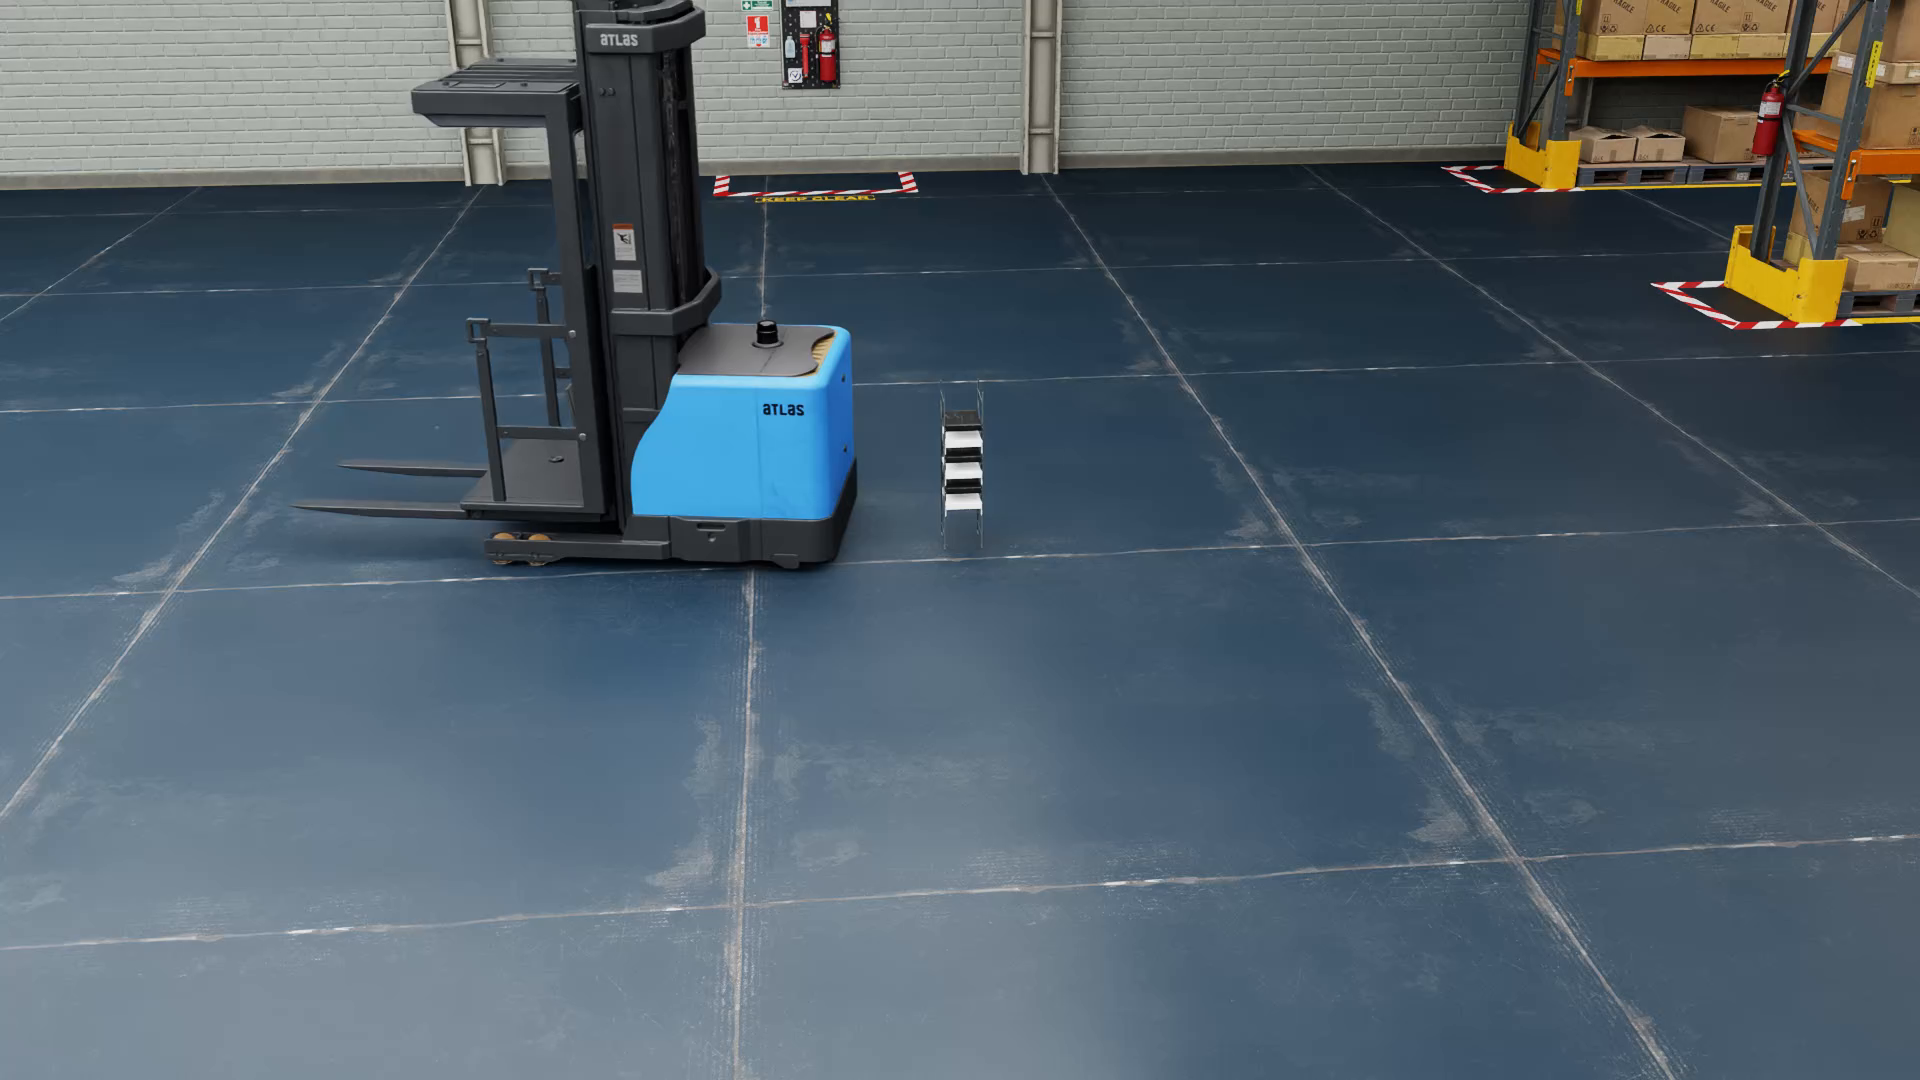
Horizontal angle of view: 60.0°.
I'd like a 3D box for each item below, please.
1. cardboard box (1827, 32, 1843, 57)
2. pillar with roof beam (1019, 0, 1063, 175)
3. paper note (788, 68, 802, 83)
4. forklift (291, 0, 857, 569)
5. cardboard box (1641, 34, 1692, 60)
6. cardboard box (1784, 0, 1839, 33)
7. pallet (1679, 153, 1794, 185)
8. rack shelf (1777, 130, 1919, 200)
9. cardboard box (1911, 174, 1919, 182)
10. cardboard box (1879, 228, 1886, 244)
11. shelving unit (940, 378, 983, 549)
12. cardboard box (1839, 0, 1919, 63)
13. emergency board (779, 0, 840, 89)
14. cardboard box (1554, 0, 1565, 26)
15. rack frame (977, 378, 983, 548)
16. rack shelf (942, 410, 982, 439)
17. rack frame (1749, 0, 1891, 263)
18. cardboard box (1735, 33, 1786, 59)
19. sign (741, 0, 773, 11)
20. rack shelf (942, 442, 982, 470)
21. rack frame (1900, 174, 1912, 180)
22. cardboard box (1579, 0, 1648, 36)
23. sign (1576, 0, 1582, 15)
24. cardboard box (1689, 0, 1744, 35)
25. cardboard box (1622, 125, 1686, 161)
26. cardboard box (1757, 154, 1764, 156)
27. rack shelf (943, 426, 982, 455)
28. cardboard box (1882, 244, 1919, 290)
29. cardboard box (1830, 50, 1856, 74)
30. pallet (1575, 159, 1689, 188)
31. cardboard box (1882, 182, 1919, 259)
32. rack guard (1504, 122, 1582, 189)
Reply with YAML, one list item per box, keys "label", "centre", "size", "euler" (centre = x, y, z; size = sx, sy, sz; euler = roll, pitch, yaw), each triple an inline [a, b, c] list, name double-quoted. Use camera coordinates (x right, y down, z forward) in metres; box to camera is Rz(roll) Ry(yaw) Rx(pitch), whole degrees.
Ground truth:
- label: "cardboard box"
  centre: [9.277, -5.264, 17.561]
  size: [0.500, 0.250, 0.500]
  euler: [-2, 24, -5]
- label: "pillar with roof beam"
  centre: [1.298, -6.461, 12.708]
  size: [0.400, 9.000, 9.100]
  euler: [-2, 24, -5]
- label: "paper note"
  centre: [-1.771, -4.995, 17.880]
  size: [0.142, 0.148, 0.016]
  euler: [-2, 24, -5]
- label: "forklift"
  centre: [-2.140, -1.412, 8.817]
  size: [3.031, 2.935, 1.130]
  euler: [2, 24, 4]
- label: "cardboard box"
  centre: [7.266, -5.180, 17.372]
  size: [0.500, 0.250, 0.500]
  euler: [-3, 24, -7]
- label: "cardboard box"
  centre: [8.776, -5.583, 17.355]
  size: [0.500, 0.500, 0.500]
  euler: [-3, 24, -7]
- label: "pallet"
  centre: [8.333, -4.116, 18.251]
  size: [1.213, 0.211, 1.003]
  euler: [-2, 24, -5]
- label: "rack shelf"
  centre: [8.715, -3.071, 13.352]
  size: [4.000, 0.370, 1.077]
  euler: [-2, 24, -5]
- label: "cardboard box"
  centre: [8.223, -2.786, 13.769]
  size: [0.500, 0.500, 0.500]
  euler: [-2, 24, -5]
- label: "cardboard box"
  centre: [7.726, -2.421, 13.872]
  size: [0.500, 0.250, 0.500]
  euler: [-2, 24, -5]
- label: "shelving unit"
  centre: [0.008, -0.412, 9.068]
  size: [0.210, 0.900, 0.258]
  euler: [-2, 24, -5]
- label: "cardboard box"
  centre: [7.243, -3.974, 12.777]
  size: [0.500, 0.500, 0.700]
  euler: [-2, 24, -5]
- label: "emergency board"
  centre: [-1.588, -5.377, 17.654]
  size: [0.643, 1.169, 0.194]
  euler: [-2, 24, -5]
- label: "cardboard box"
  centre: [6.682, -5.710, 17.640]
  size: [0.500, 0.500, 0.500]
  euler: [-3, 24, -6]
- label: "rack frame"
  centre: [0.109, -0.416, 9.077]
  size: [0.006, 0.900, 0.240]
  euler: [-2, 24, -5]
- label: "rack shelf"
  centre: [0.008, -0.628, 8.972]
  size: [0.200, 0.077, 0.258]
  euler: [-2, 24, -5]
- label: "rack frame"
  centre: [6.725, -3.320, 13.026]
  size: [0.127, 3.000, 1.000]
  euler: [-2, 24, -5]
- label: "cardboard box"
  centre: [8.277, -5.217, 17.455]
  size: [0.500, 0.250, 0.500]
  euler: [-2, 24, -5]
- label: "sign"
  centre: [-2.143, -5.652, 17.575]
  size: [0.331, 0.109, 0.001]
  euler: [-2, 24, -5]
- label: "rack shelf"
  centre: [0.008, -0.463, 9.045]
  size: [0.200, 0.077, 0.258]
  euler: [-2, 24, -5]
- label: "rack frame"
  centre: [10.215, -5.482, 17.890]
  size: [0.127, 3.000, 1.000]
  euler: [-2, 24, -5]
- label: "cardboard box"
  centre: [6.739, -5.503, 17.174]
  size: [0.500, 0.500, 0.500]
  euler: [-2, 24, -5]
- label: "sign"
  centre: [6.288, -5.498, 16.861]
  size: [0.005, 0.325, 0.100]
  euler: [-2, 24, -5]
- label: "cardboard box"
  centre: [7.746, -5.537, 17.250]
  size: [0.500, 0.500, 0.500]
  euler: [-3, 24, -7]
- label: "cardboard box"
  centre: [7.499, -4.308, 18.019]
  size: [0.500, 0.311, 0.500]
  euler: [0, 24, -1]
- label: "cardboard box"
  centre: [8.621, -4.324, 18.254]
  size: [0.250, 0.149, 0.380]
  euler: [-4, 24, -9]
- label: "rack shelf"
  centre: [0.008, -0.546, 9.008]
  size: [0.200, 0.077, 0.258]
  euler: [-2, 24, -5]
- label: "cardboard box"
  centre: [7.778, -2.208, 13.393]
  size: [0.500, 0.250, 0.500]
  euler: [-2, 24, -5]
- label: "cardboard box"
  centre: [7.086, -3.754, 13.082]
  size: [0.250, 0.149, 0.380]
  euler: [-3, 24, -6]
- label: "pallet"
  centre: [7.122, -4.069, 18.145]
  size: [1.213, 0.211, 1.003]
  euler: [-2, 24, -5]
- label: "cardboard box"
  centre: [7.778, -2.550, 13.239]
  size: [0.500, 0.500, 0.500]
  euler: [-2, 24, -5]
- label: "rack guard"
  centre: [6.310, -4.183, 18.045]
  size: [0.348, 0.500, 1.175]
  euler: [-2, 24, -5]
